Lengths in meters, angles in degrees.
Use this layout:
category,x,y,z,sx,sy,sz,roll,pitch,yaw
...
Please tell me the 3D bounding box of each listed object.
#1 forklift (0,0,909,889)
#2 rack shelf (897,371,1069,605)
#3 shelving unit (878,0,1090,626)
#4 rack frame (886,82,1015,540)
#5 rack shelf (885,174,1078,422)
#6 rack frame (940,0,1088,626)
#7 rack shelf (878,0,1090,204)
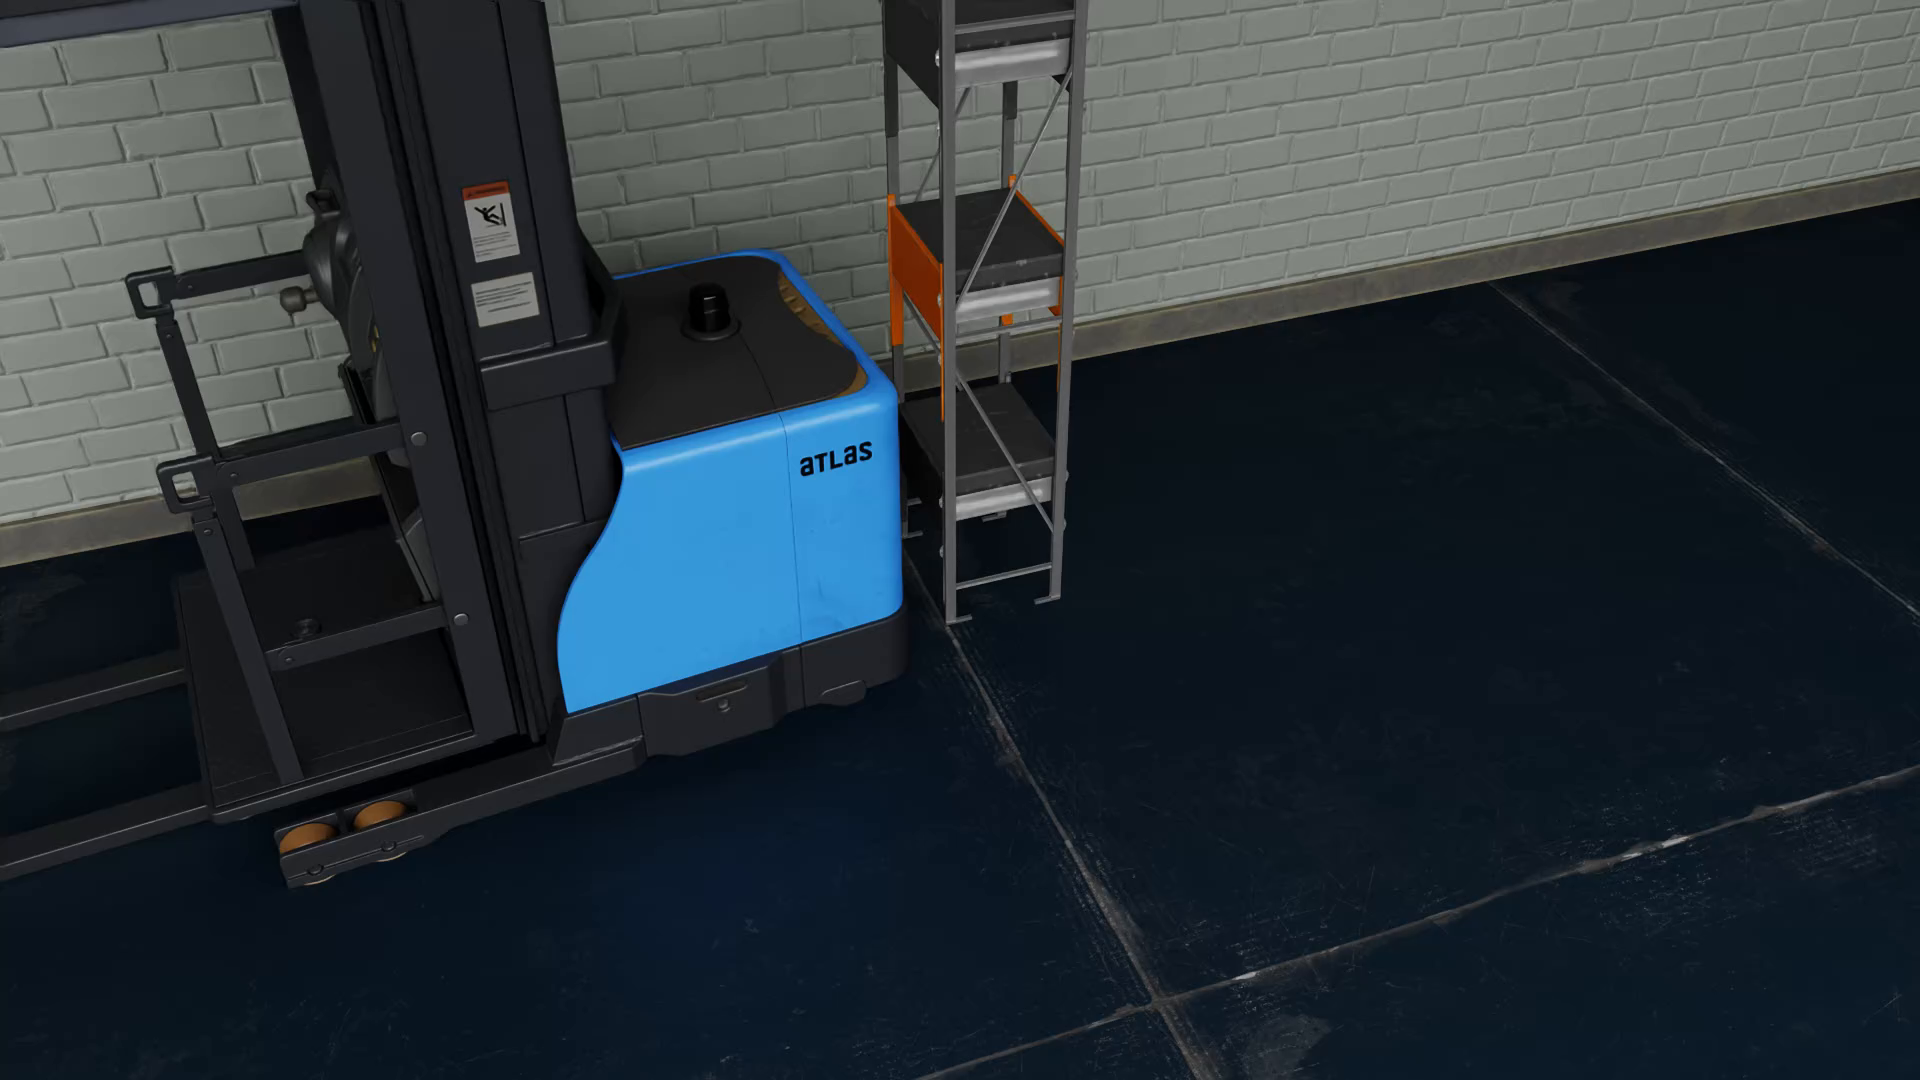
category,x,y,z,sx,sy,sz,roll,pitch,yaw
forklift,-1.713,-0.601,4.112,3.031,2.935,1.130,-16,40,-20
rack shelf,0.057,-0.175,5.423,0.431,0.518,0.480,-12,39,-16
shelving unit,0.057,-0.745,4.994,0.431,2.100,0.503,-12,39,-16
rack frame,-0.027,-0.883,5.177,0.400,2.100,0.015,-12,39,-16
rack shelf,0.057,-0.734,5.002,0.431,0.518,0.480,-12,39,-16
rack frame,0.141,-0.607,4.811,0.400,2.100,0.015,-12,39,-16
rack shelf,0.057,-1.293,4.581,0.431,0.518,0.480,-12,39,-16
